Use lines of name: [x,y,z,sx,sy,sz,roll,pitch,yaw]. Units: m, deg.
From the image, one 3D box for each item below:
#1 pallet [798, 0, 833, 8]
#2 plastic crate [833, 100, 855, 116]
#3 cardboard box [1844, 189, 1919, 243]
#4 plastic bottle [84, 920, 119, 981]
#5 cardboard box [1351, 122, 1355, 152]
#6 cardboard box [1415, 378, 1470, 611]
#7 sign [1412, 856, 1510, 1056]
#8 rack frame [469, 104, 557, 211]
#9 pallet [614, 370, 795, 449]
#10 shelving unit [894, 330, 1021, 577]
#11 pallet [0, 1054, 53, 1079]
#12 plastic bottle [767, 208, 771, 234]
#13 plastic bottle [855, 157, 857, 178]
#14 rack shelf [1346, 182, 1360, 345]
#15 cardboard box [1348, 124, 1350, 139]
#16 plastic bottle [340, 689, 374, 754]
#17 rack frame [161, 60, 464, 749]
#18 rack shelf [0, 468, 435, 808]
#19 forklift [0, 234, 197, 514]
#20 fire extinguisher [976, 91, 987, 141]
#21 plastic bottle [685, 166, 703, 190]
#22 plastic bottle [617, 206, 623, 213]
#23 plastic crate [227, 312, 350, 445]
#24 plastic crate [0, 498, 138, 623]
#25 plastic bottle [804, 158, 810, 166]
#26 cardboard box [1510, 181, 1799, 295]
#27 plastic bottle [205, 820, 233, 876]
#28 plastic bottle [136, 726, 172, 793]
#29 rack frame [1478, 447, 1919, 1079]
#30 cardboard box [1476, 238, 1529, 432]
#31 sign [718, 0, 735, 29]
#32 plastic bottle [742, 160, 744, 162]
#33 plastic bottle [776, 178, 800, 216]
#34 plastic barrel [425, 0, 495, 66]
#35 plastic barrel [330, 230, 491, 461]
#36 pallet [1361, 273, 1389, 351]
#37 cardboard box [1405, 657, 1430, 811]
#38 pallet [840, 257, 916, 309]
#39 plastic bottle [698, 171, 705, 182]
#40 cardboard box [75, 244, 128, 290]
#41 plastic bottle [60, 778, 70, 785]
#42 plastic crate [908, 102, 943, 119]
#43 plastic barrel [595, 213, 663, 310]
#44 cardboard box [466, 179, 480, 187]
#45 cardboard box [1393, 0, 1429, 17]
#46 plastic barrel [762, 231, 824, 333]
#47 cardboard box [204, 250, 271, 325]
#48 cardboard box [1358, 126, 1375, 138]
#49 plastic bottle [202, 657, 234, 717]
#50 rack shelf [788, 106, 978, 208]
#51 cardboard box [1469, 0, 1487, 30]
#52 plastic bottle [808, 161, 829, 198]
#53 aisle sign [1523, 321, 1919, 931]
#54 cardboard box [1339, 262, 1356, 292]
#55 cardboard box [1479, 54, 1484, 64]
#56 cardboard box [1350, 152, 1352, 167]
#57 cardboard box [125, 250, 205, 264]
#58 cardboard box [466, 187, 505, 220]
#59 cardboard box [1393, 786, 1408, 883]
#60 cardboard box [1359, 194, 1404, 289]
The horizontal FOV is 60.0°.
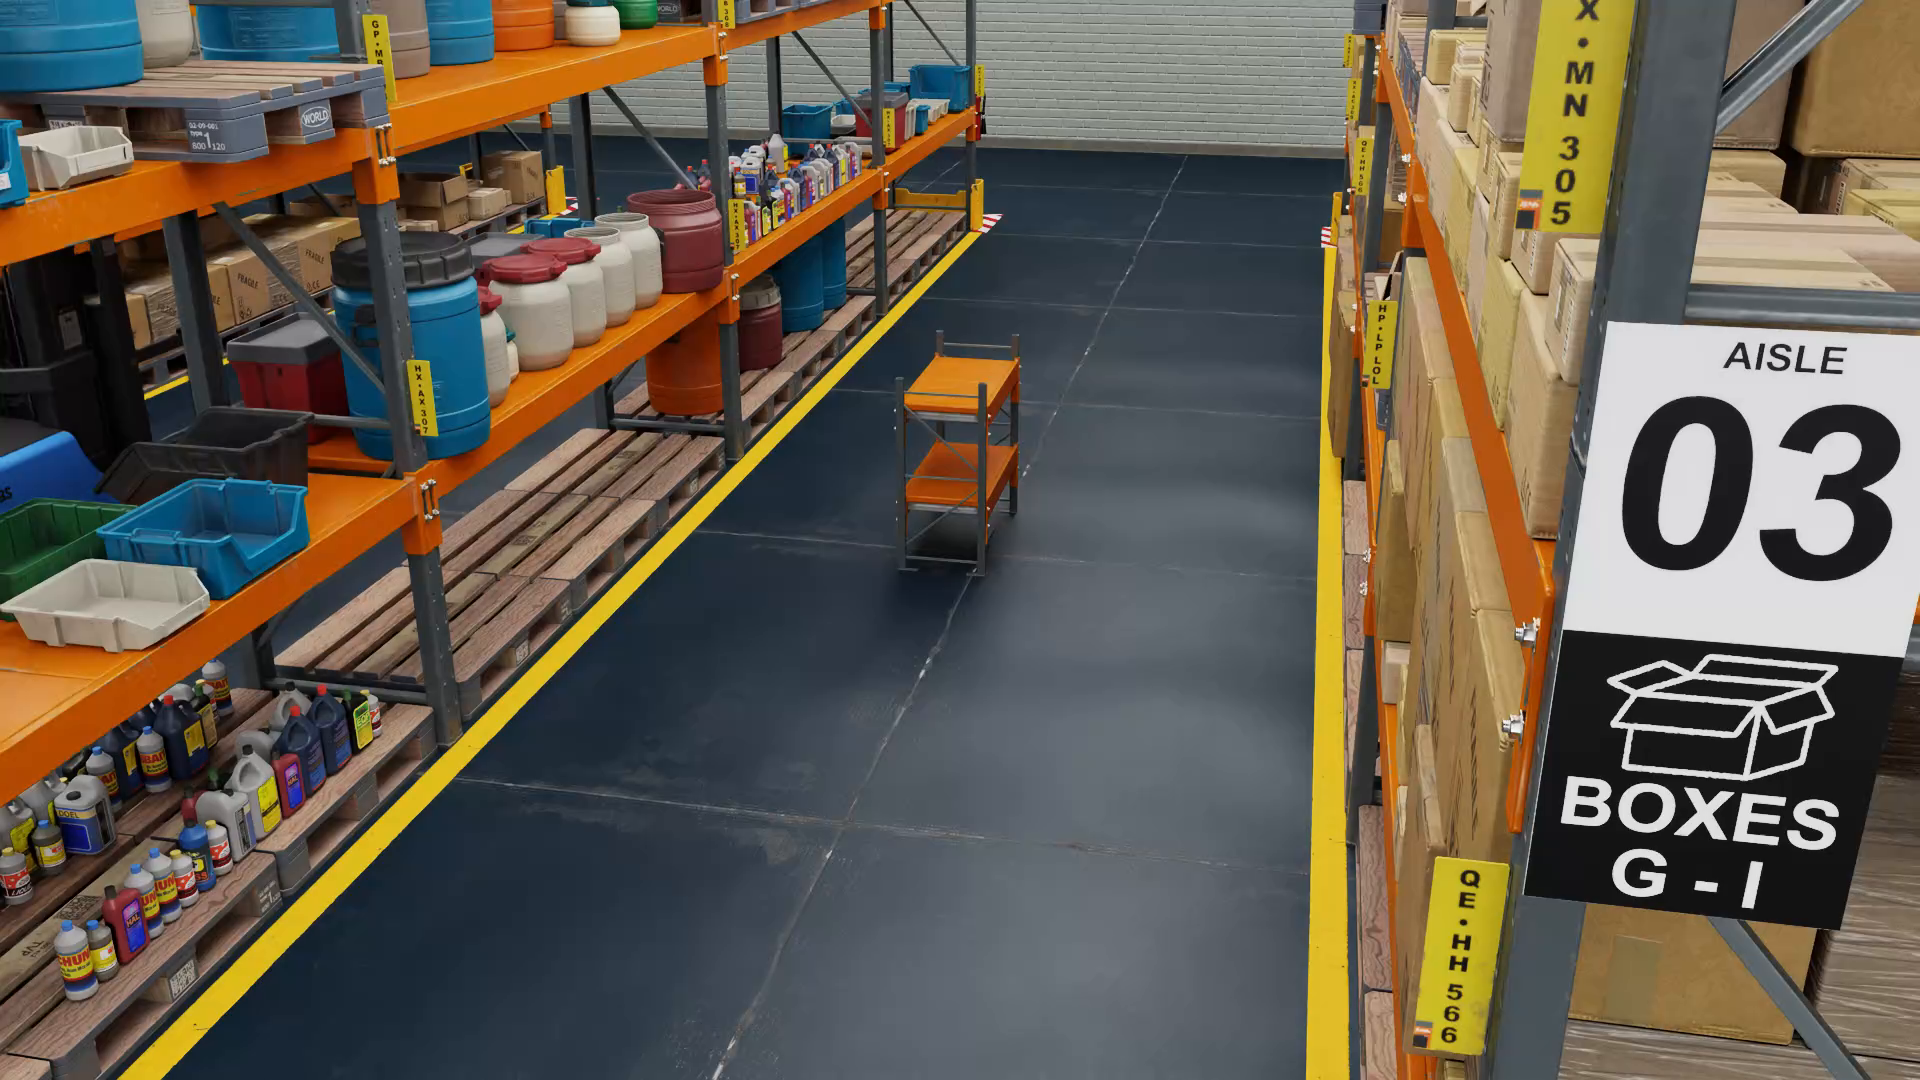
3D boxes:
pallet: [-1.439,-4.029,12.080,1.003,0.211,1.213,4,22,11]
plastic crate: [-1.032,-4.191,16.388,0.416,0.233,0.300,4,22,11]
cardboard box: [1.615,-0.447,2.601,0.380,0.149,0.250,4,22,10]
plastic bottle: [-2.899,1.371,5.591,0.097,0.201,0.097,0,22,0]
cardboard box: [3.639,-3.496,14.322,0.500,0.250,0.500,5,23,13]
cardboard box: [1.435,-0.084,4.178,0.500,0.500,0.500,4,22,11]
sign: [0.715,0.599,2.379,0.100,0.325,0.005,4,22,11]
rack frame: [-5.178,-5.276,18.939,1.000,3.000,0.127,4,22,11]
pallet: [-1.842,-0.970,11.978,1.003,0.211,1.213,4,22,11]
shelving unit: [0.001,-0.524,9.650,0.538,1.125,1.048,4,22,11]
pallet: [-3.454,1.920,4.804,1.003,0.211,1.213,4,22,11]
plastic bottle: [-1.385,-2.271,11.744,0.097,0.201,0.097,0,22,0]
plastic bottle: [-0.907,-3.129,13.873,0.097,0.201,0.097,0,22,0]
rack shelf: [3.295,-1.992,11.747,1.077,0.370,4.000,4,22,11]
cardboard box: [3.863,-3.828,15.680,0.380,0.149,0.250,4,22,10]
plastic bottle: [-2.554,0.748,7.027,0.061,0.283,0.133,6,23,14]
rack frame: [-2.778,-0.509,7.101,1.000,3.000,0.127,4,22,11]
rack shelf: [-3.187,0.557,5.419,1.077,0.370,4.000,4,22,11]
forklift: [-4.790,-1.211,8.938,1.130,2.935,3.031,5,22,12]
fire extinguisher: [0.146,-4.709,18.133,0.296,0.674,0.183,4,22,11]
plastic bottle: [-1.991,-2.602,12.365,0.144,0.351,0.185,4,22,11]
plastic bottle: [-2.297,-2.098,11.203,0.061,0.283,0.133,4,22,11]
plastic crate: [-2.979,-0.739,7.587,0.402,0.464,0.583,4,22,11]
plastic crate: [-3.332,0.065,5.962,0.450,0.188,0.662,4,22,11]
plastic bottle: [-1.213,-2.891,13.188,0.097,0.271,0.097,0,22,0]
cardboard box: [1.122,-0.495,2.719,0.380,0.149,0.250,3,22,9]
plastic bottle: [-2.767,1.136,6.176,0.097,0.201,0.097,0,22,0]
plastic bottle: [-3.261,0.879,6.720,0.097,0.271,0.097,0,22,0]
rack frame: [1.254,1.332,2.531,1.000,3.000,0.127,4,22,11]
cardboard box: [1.203,-0.368,2.939,0.500,0.250,0.500,5,22,11]
sign: [-1.422,-3.275,10.095,0.100,0.325,0.005,4,22,11]
plastic bottle: [-1.758,-2.992,13.534,0.097,0.201,0.097,0,22,0]
plastic bottle: [-1.275,-2.555,12.348,0.152,0.276,0.135,4,22,11]
plastic barrel: [-2.620,-2.813,8.138,0.600,0.901,0.708,4,22,11]
plastic barrel: [-2.403,-0.859,7.301,0.600,0.901,0.708,4,22,11]
pallet: [2.845,-1.236,9.165,1.213,0.211,1.003,4,22,11]
cardboard box: [1.522,0.577,3.874,0.875,0.500,0.500,4,22,11]
pallet: [-1.034,-2.413,15.562,1.003,0.211,1.213,4,22,11]
plastic bottle: [-1.940,-2.628,12.519,0.061,0.283,0.133,4,22,11]
cardboard box: [-6.842,-2.124,12.865,0.500,0.250,0.500,5,23,13]
plastic bottle: [-3.469,1.020,6.463,0.097,0.201,0.097,0,22,0]
plastic crate: [-0.392,-4.386,17.001,0.396,0.136,0.243,4,22,11]
plastic barrel: [-1.963,-1.631,9.738,0.421,0.512,0.421,0,22,0]
cardboard box: [-5.669,-3.845,18.477,0.500,0.250,0.500,4,22,11]
cardboard box: [2.336,-2.742,7.828,0.500,0.500,0.500,4,22,9]
plastic barrel: [-1.418,-2.199,13.546,0.600,0.901,0.708,4,22,11]
cardboard box: [-6.128,-2.106,13.824,0.500,0.500,0.500,4,22,9]
cardboard box: [3.364,-2.954,13.039,0.500,0.500,0.500,5,22,11]
plastic bottle: [-3.273,0.636,7.322,0.097,0.271,0.097,0,22,0]
rack shelf: [-0.738,-3.832,16.316,1.077,0.370,4.000,4,22,11]
cardboard box: [2.164,-2.006,6.423,0.396,0.266,0.258,5,23,13]
plastic bottle: [-1.115,-2.841,13.058,0.152,0.276,0.135,4,22,11]
aisle sign: [0.948,0.126,2.046,0.394,0.787,0.004,4,22,11]
cardboard box: [3.237,-1.379,11.545,1.225,0.875,0.875,5,22,11]
cardboard box: [1.631,-1.249,4.592,0.380,0.149,0.250,5,23,13]
cardboard box: [3.549,-3.265,14.281,0.380,0.149,0.250,4,22,10]
cardboard box: [-6.643,-2.137,13.901,0.500,0.500,0.500,4,22,9]
cardboard box: [-5.271,-3.642,17.973,0.500,0.250,0.500,4,22,11]
cardboard box: [1.313,0.772,4.258,0.380,0.149,0.250,4,22,11]
cardboard box: [2.745,-1.840,10.272,0.500,0.500,0.500,5,23,13]
